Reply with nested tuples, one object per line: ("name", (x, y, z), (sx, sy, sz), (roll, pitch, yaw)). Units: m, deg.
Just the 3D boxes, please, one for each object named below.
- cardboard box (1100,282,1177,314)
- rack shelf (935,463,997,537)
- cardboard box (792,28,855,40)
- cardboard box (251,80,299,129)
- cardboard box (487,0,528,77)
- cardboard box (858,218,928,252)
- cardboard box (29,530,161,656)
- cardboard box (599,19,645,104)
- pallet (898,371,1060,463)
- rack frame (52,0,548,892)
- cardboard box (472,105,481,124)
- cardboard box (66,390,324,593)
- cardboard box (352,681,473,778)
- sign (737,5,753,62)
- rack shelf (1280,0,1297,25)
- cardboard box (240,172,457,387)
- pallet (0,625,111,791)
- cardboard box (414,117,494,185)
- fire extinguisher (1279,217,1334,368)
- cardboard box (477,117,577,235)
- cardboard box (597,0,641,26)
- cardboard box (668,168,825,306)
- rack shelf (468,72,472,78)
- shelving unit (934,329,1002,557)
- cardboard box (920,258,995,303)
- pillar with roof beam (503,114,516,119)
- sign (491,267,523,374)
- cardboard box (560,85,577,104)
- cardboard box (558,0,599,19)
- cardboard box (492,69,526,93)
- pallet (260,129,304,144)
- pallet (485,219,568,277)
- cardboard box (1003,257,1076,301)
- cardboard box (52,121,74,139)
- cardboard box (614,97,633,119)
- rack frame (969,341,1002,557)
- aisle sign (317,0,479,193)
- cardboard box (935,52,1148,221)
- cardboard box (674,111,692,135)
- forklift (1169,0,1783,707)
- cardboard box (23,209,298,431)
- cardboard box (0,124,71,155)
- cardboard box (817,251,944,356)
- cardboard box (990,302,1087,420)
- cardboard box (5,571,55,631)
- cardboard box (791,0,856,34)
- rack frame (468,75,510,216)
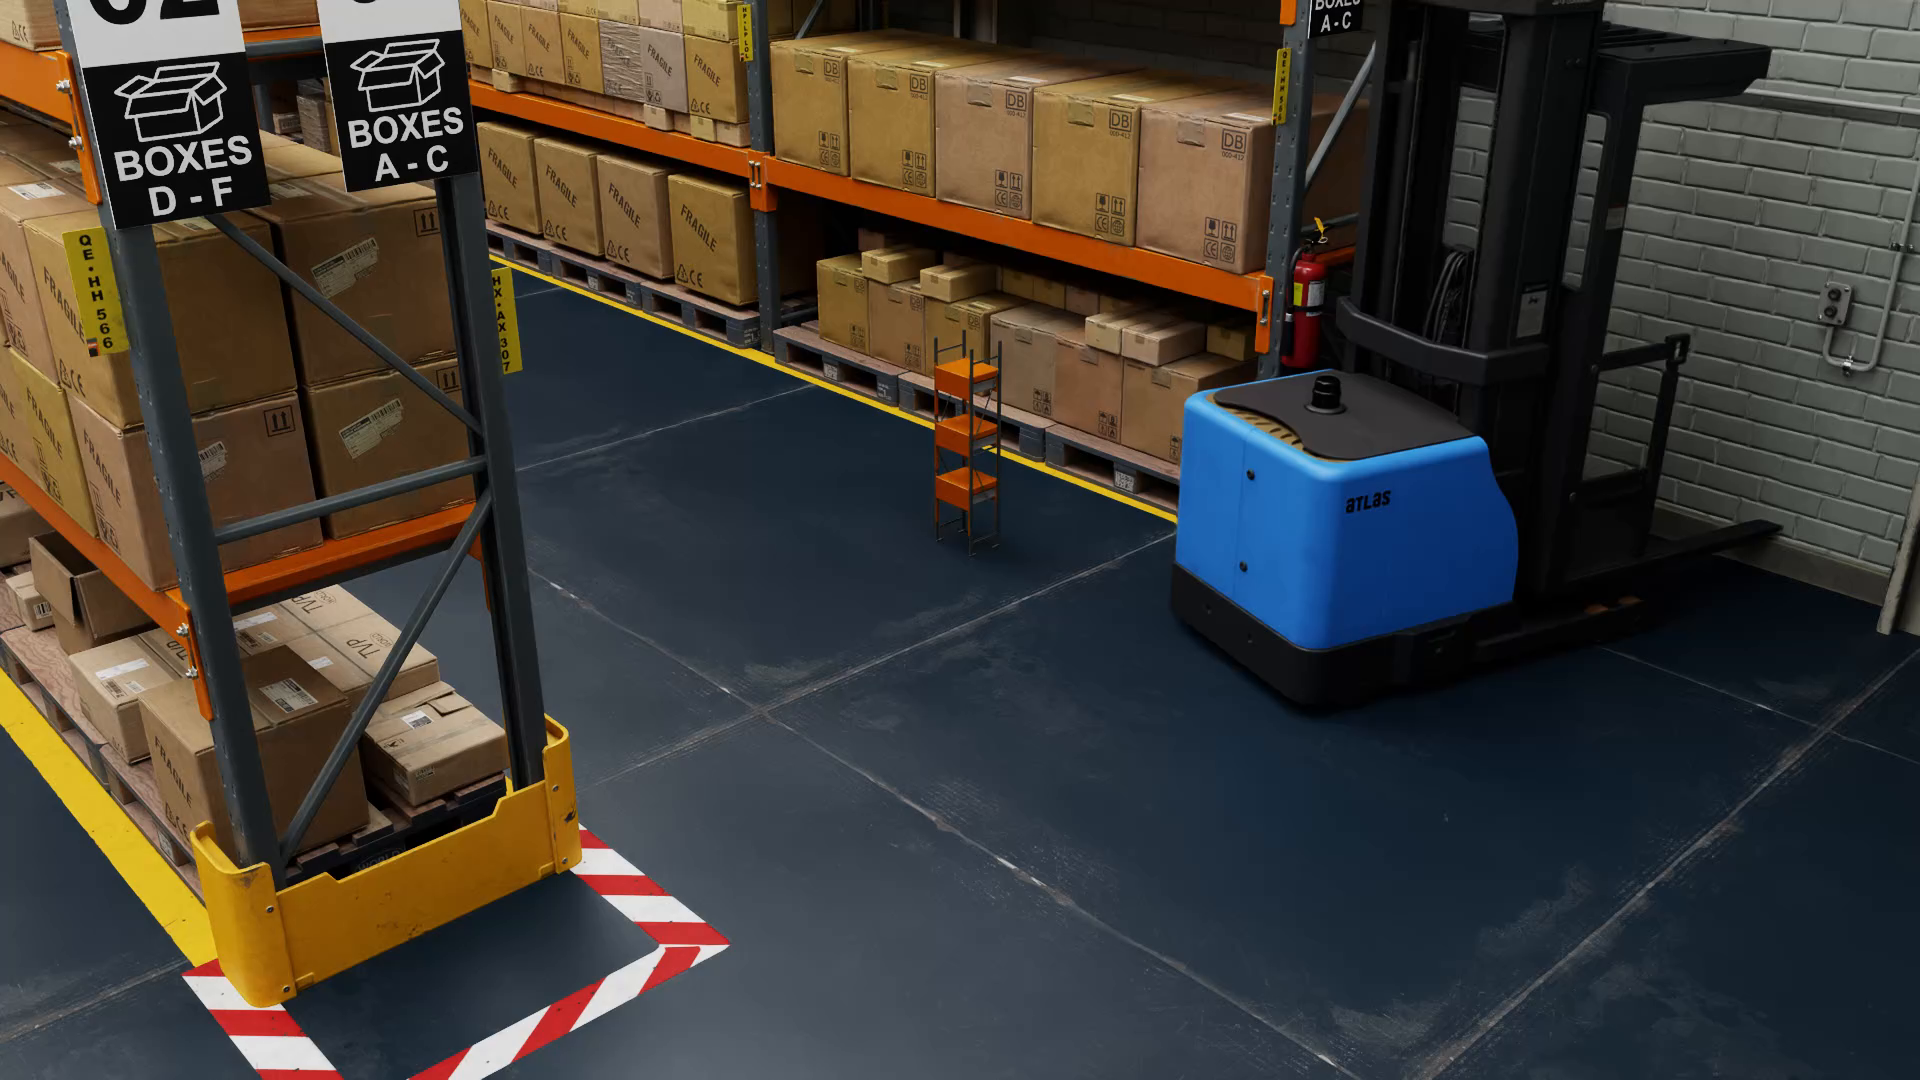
("cardboard box", (0.991, -1.299, 9.208), (0.380, 0.149, 0.250), (-21, 32, -38))
("rack shelf", (0.037, -0.199, 8.116), (0.215, 0.259, 0.240), (-21, 32, -38))
("cardboard box", (-1.036, -3.131, 10.997), (0.500, 0.500, 0.500), (22, 33, 40))
("cardboard box", (-7.112, -4.520, 17.026), (0.500, 0.500, 0.500), (21, 32, 38))
("cardboard box", (-3.143, -3.751, 12.356), (0.500, 0.500, 0.500), (-20, 31, -37))
("cardboard box", (-0.423, -1.924, 10.578), (0.380, 0.149, 0.250), (-21, 32, -39))
("cardboard box", (-3.231, 0.179, 6.721), (0.797, 0.503, 0.637), (-21, 32, -38))
("cardboard box", (-2.098, -3.295, 11.356), (0.500, 0.500, 0.500), (-21, 32, -38))
("pallet", (0.395, -0.840, 9.836), (1.003, 0.211, 1.213), (-21, 32, -38))
("rack frame", (-1.785, -0.112, 4.882), (1.000, 3.000, 0.127), (-21, 32, -38))
("cardboard box", (-4.514, -3.740, 14.413), (0.500, 0.250, 0.500), (-20, 32, -38))
("cardboard box", (-2.290, -0.216, 4.990), (0.500, 0.500, 0.500), (-20, 31, -37))
("cardboard box", (-1.991, 0.676, 6.037), (0.380, 0.166, 0.250), (-21, 32, -38))
("sign", (-1.295, -3.064, 10.054), (0.100, 0.325, 0.005), (-21, 32, -38))
("rack shelf", (0.461, -3.162, 8.820), (1.077, 0.370, 4.000), (-21, 32, -38))
("cardboard box", (-1.896, -0.822, 5.112), (0.500, 0.500, 0.500), (-20, 31, -37))
("pallet", (-3.212, 0.523, 6.850), (1.003, 0.211, 1.213), (-21, 32, -38))
("cardboard box", (-4.437, -3.398, 14.566), (0.700, 0.500, 0.500), (-21, 32, -39))
("fire extinguisher", (1.595, -1.137, 7.671), (0.296, 0.674, 0.183), (-21, 32, -38))
("cardboard box", (-3.233, -2.895, 13.067), (0.750, 0.750, 0.750), (-22, 32, -39))
("cardboard box", (-2.103, -3.643, 11.215), (0.500, 0.250, 0.500), (-20, 32, -37))
("cardboard box", (-1.445, -2.104, 11.331), (0.750, 0.750, 0.750), (-21, 32, -38))
("rack shelf", (-5.007, -4.221, 14.755), (1.077, 0.370, 4.000), (-21, 32, -38))
("shelving unit", (0.037, -0.461, 7.997), (0.215, 1.050, 0.252), (-21, 32, -38))
("cardboard box", (-0.012, -1.510, 9.671), (0.380, 0.149, 0.250), (-22, 33, -40))
("pillar with roof beam", (-7.039, -6.090, 10.757), (9.100, 9.000, 0.400), (-21, 32, -38))
("sign", (-1.389, -0.660, 5.040), (0.100, 0.325, 0.005), (-21, 32, -38))
("cardboard box", (-2.684, -3.290, 12.126), (0.380, 0.149, 0.250), (-21, 32, -38))
("cardboard box", (-2.451, -3.797, 11.553), (0.500, 0.250, 0.500), (-22, 33, -39))
("cardboard box", (-3.298, -3.488, 12.561), (0.380, 0.149, 0.250), (-20, 31, -37))
("pallet", (-6.858, -4.079, 16.937), (1.003, 0.211, 1.213), (-21, 32, -38))
("pallet", (-3.156, -2.414, 13.286), (1.003, 0.211, 1.213), (-21, 32, -38))
("cardboard box", (0.468, -1.531, 9.715), (0.380, 0.149, 0.250), (-22, 32, -39))
("cardboard box", (-2.945, -1.285, 6.127), (0.500, 0.500, 0.500), (-22, 32, -39))
("cardboard box", (-2.180, -3.045, 11.589), (0.380, 0.149, 0.250), (-22, 33, -40))
("rack frame", (0.120, -0.424, 7.916), (0.200, 1.050, 0.008), (-21, 32, -38))
("aisle sign", (-1.524, -1.358, 4.480), (0.394, 0.787, 0.004), (-21, 32, -38))
("cardboard box", (0.453, -2.258, 9.223), (0.700, 0.700, 0.980), (22, 32, 39))
("cardboard box", (-1.677, -2.808, 11.071), (0.380, 0.149, 0.250), (-20, 31, -37))
("forklift", (2.486, -1.070, 7.064), (3.031, 2.935, 1.130), (-12, 27, -24))
("cardboard box", (-2.290, -0.670, 4.778), (0.500, 0.500, 0.500), (-22, 32, -39))
("cardboard box", (-3.345, -1.134, 5.796), (0.500, 0.500, 0.500), (-20, 31, -37))
("cardboard box", (-0.469, -1.529, 10.493), (0.700, 0.500, 0.500), (-21, 32, -38))
("cardboard box", (0.591, -1.060, 9.465), (0.500, 0.500, 0.700), (23, 33, 40))
("cardboard box", (-3.792, 0.212, 7.054), (0.380, 0.166, 0.250), (-21, 32, -38))
("cardboard box", (-1.030, -3.475, 10.847), (0.500, 0.250, 0.500), (-20, 31, -37))
("rack frame", (-3.640, -3.942, 13.278), (1.000, 3.000, 0.127), (-21, 32, -38))
